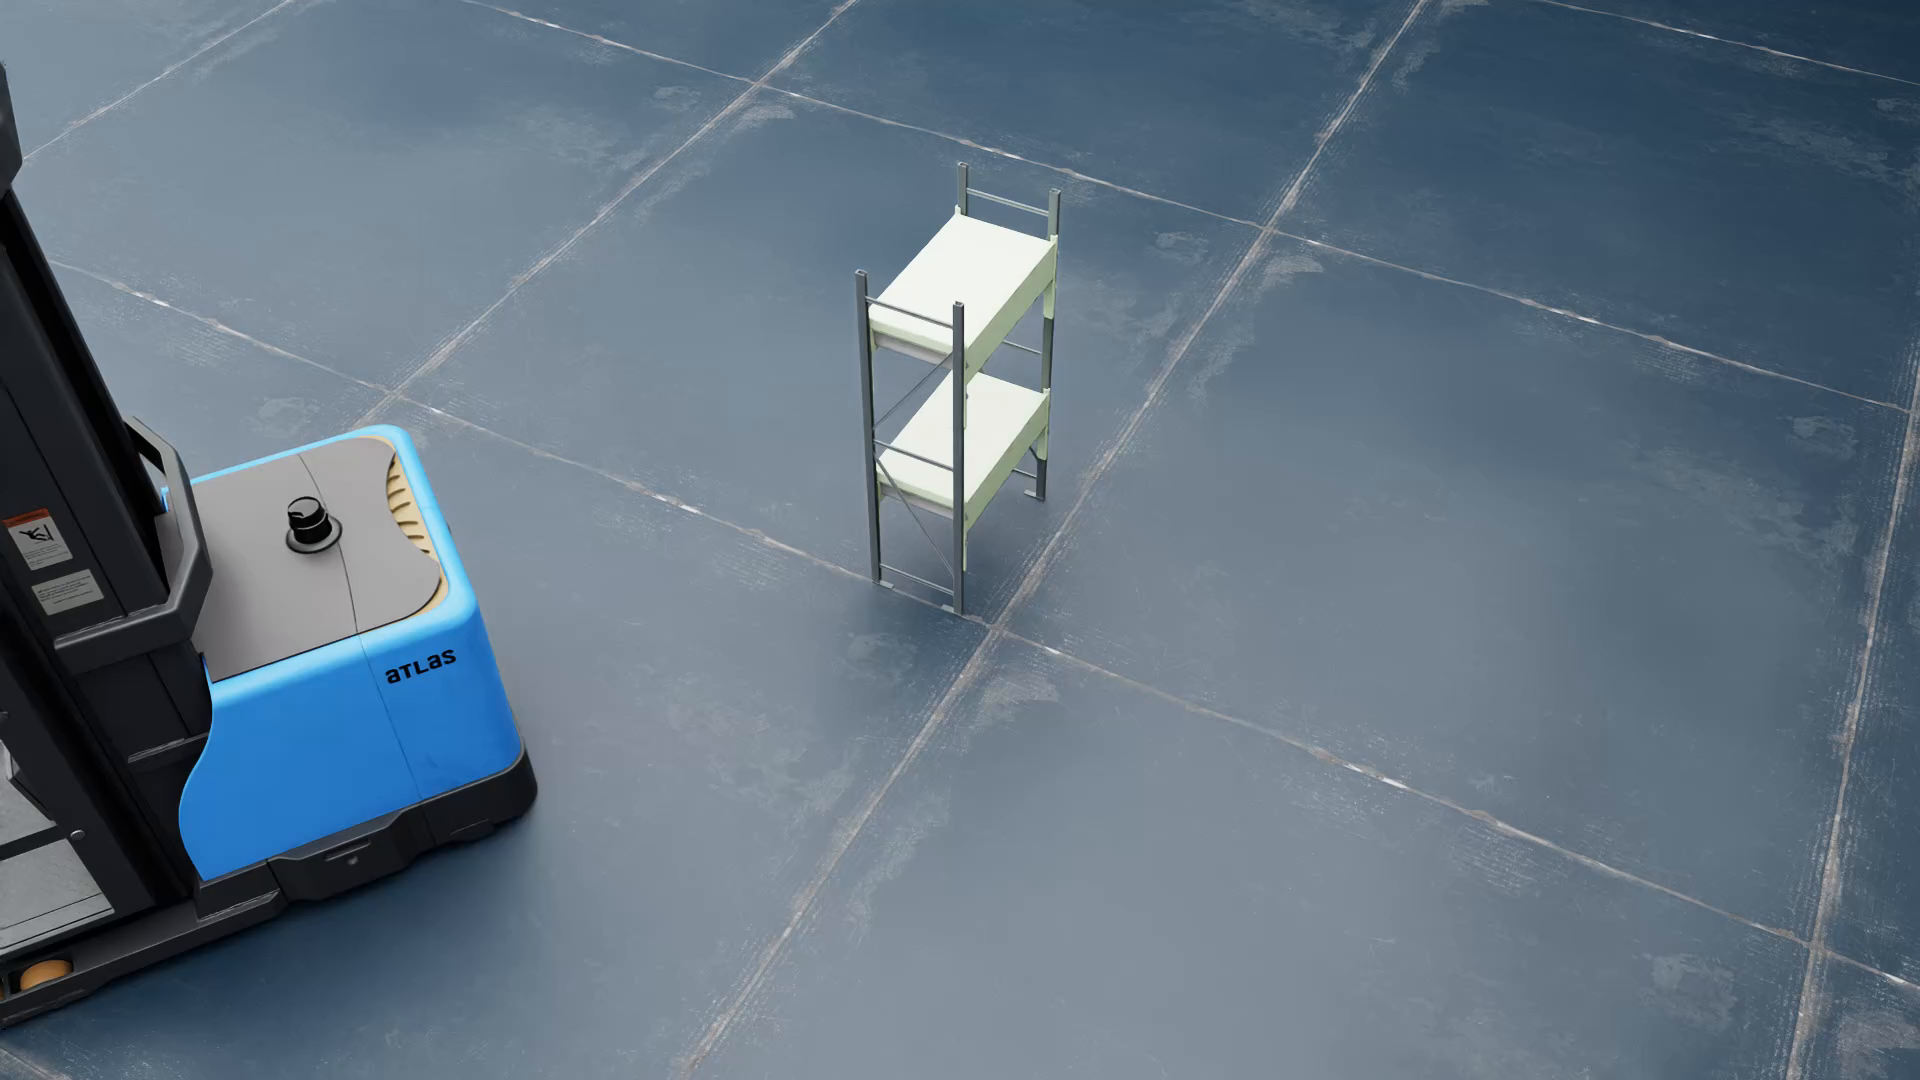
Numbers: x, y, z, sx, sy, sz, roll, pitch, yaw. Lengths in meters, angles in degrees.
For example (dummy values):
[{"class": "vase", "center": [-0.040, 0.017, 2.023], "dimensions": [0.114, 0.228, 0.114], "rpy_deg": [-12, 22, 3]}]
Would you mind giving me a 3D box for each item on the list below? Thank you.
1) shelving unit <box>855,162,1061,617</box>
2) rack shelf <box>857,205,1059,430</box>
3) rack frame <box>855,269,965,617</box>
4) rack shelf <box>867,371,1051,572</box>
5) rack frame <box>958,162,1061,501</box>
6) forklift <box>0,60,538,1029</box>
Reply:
[{"class": "shelving unit", "center": [0.003, -0.531, 6.221], "dimensions": [0.431, 1.500, 0.755], "rpy_deg": [20, 49, 19]}, {"class": "rack shelf", "center": [0.003, -0.806, 5.943], "dimensions": [0.431, 0.370, 0.720], "rpy_deg": [20, 49, 19]}, {"class": "rack frame", "center": [-0.167, -0.301, 5.993], "dimensions": [0.400, 1.500, 0.023], "rpy_deg": [20, 49, 19]}, {"class": "rack shelf", "center": [0.003, -0.302, 6.453], "dimensions": [0.431, 0.370, 0.720], "rpy_deg": [20, 49, 19]}, {"class": "rack frame", "center": [0.173, -0.762, 6.449], "dimensions": [0.400, 1.500, 0.023], "rpy_deg": [20, 49, 19]}, {"class": "forklift", "center": [-3.021, 0.088, 4.603], "dimensions": [3.031, 2.935, 1.130], "rpy_deg": [-20, 49, -18]}]
